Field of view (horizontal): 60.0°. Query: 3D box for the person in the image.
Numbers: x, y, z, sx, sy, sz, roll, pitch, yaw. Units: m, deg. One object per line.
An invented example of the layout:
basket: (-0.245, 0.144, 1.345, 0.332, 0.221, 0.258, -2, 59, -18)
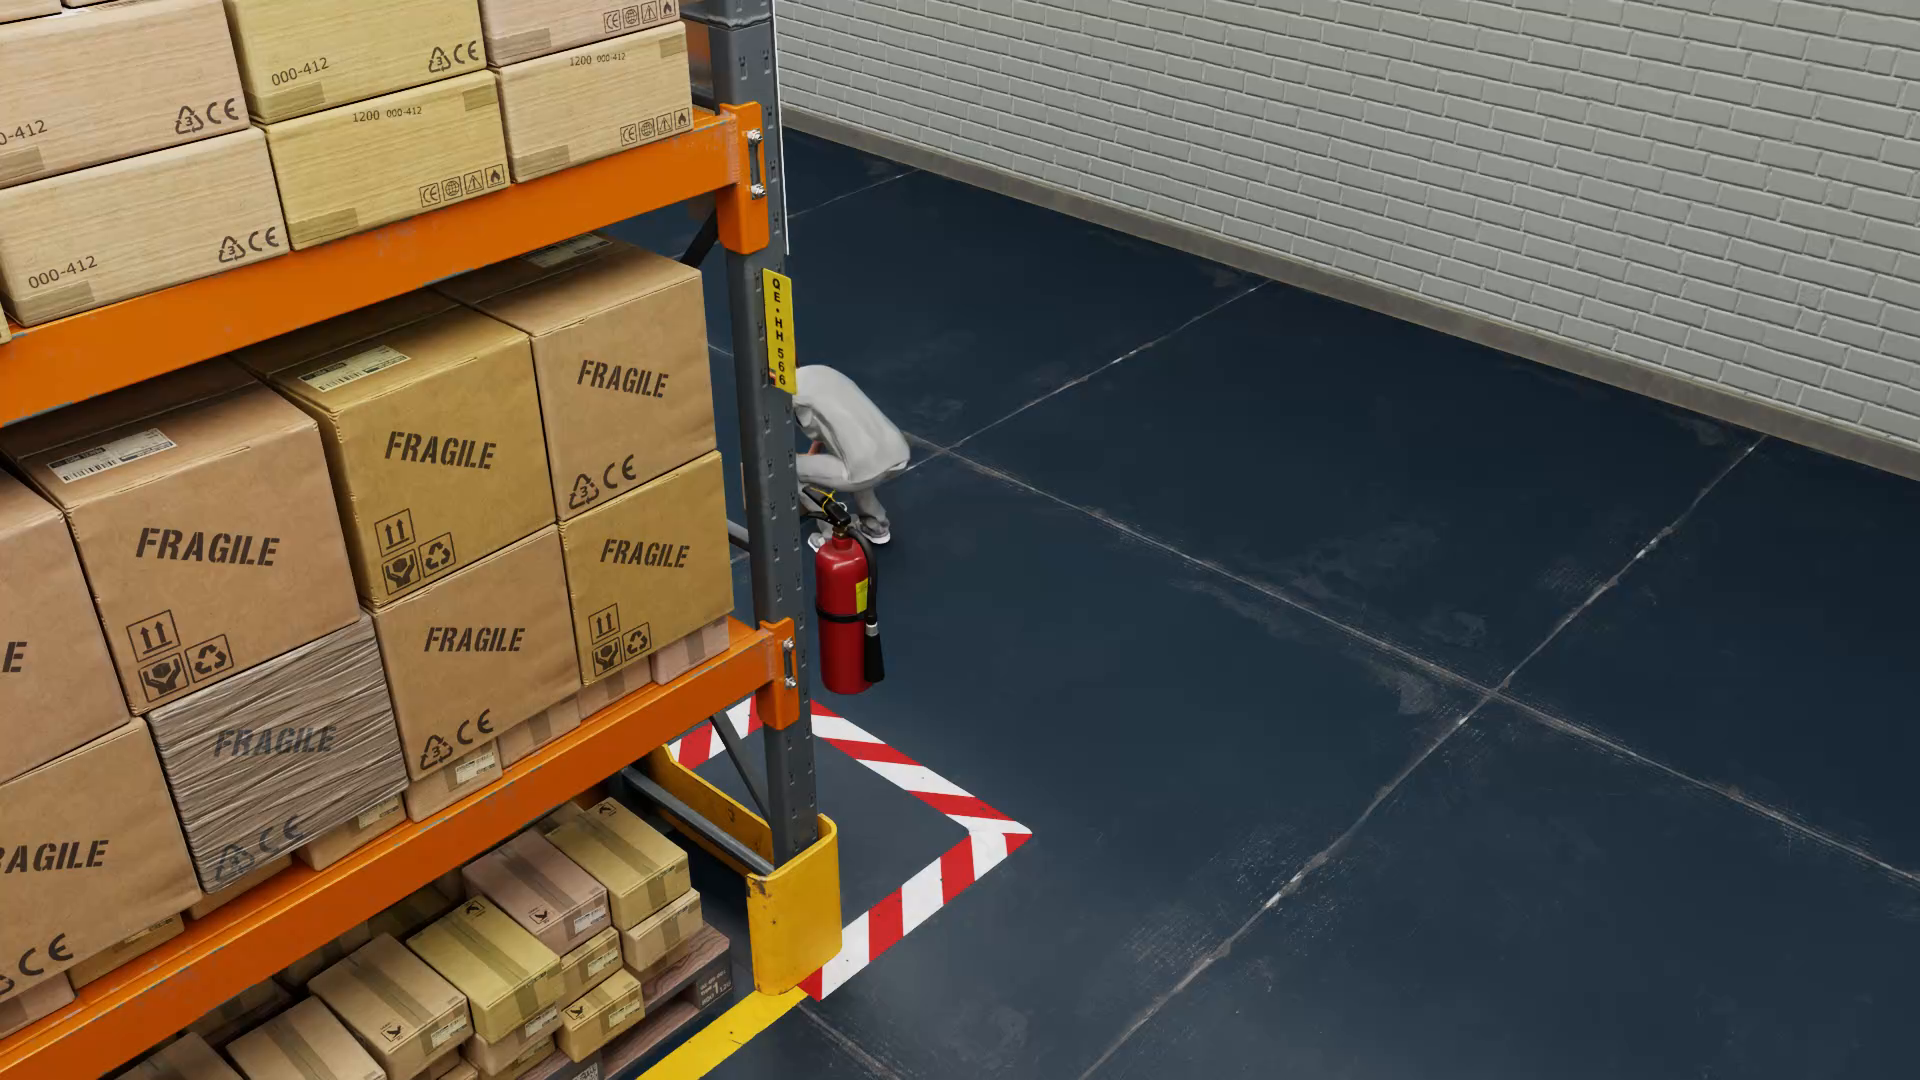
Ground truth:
person: (-0.588, -0.386, 7.443, 0.789, 0.889, 0.447, 25, 40, 35)
